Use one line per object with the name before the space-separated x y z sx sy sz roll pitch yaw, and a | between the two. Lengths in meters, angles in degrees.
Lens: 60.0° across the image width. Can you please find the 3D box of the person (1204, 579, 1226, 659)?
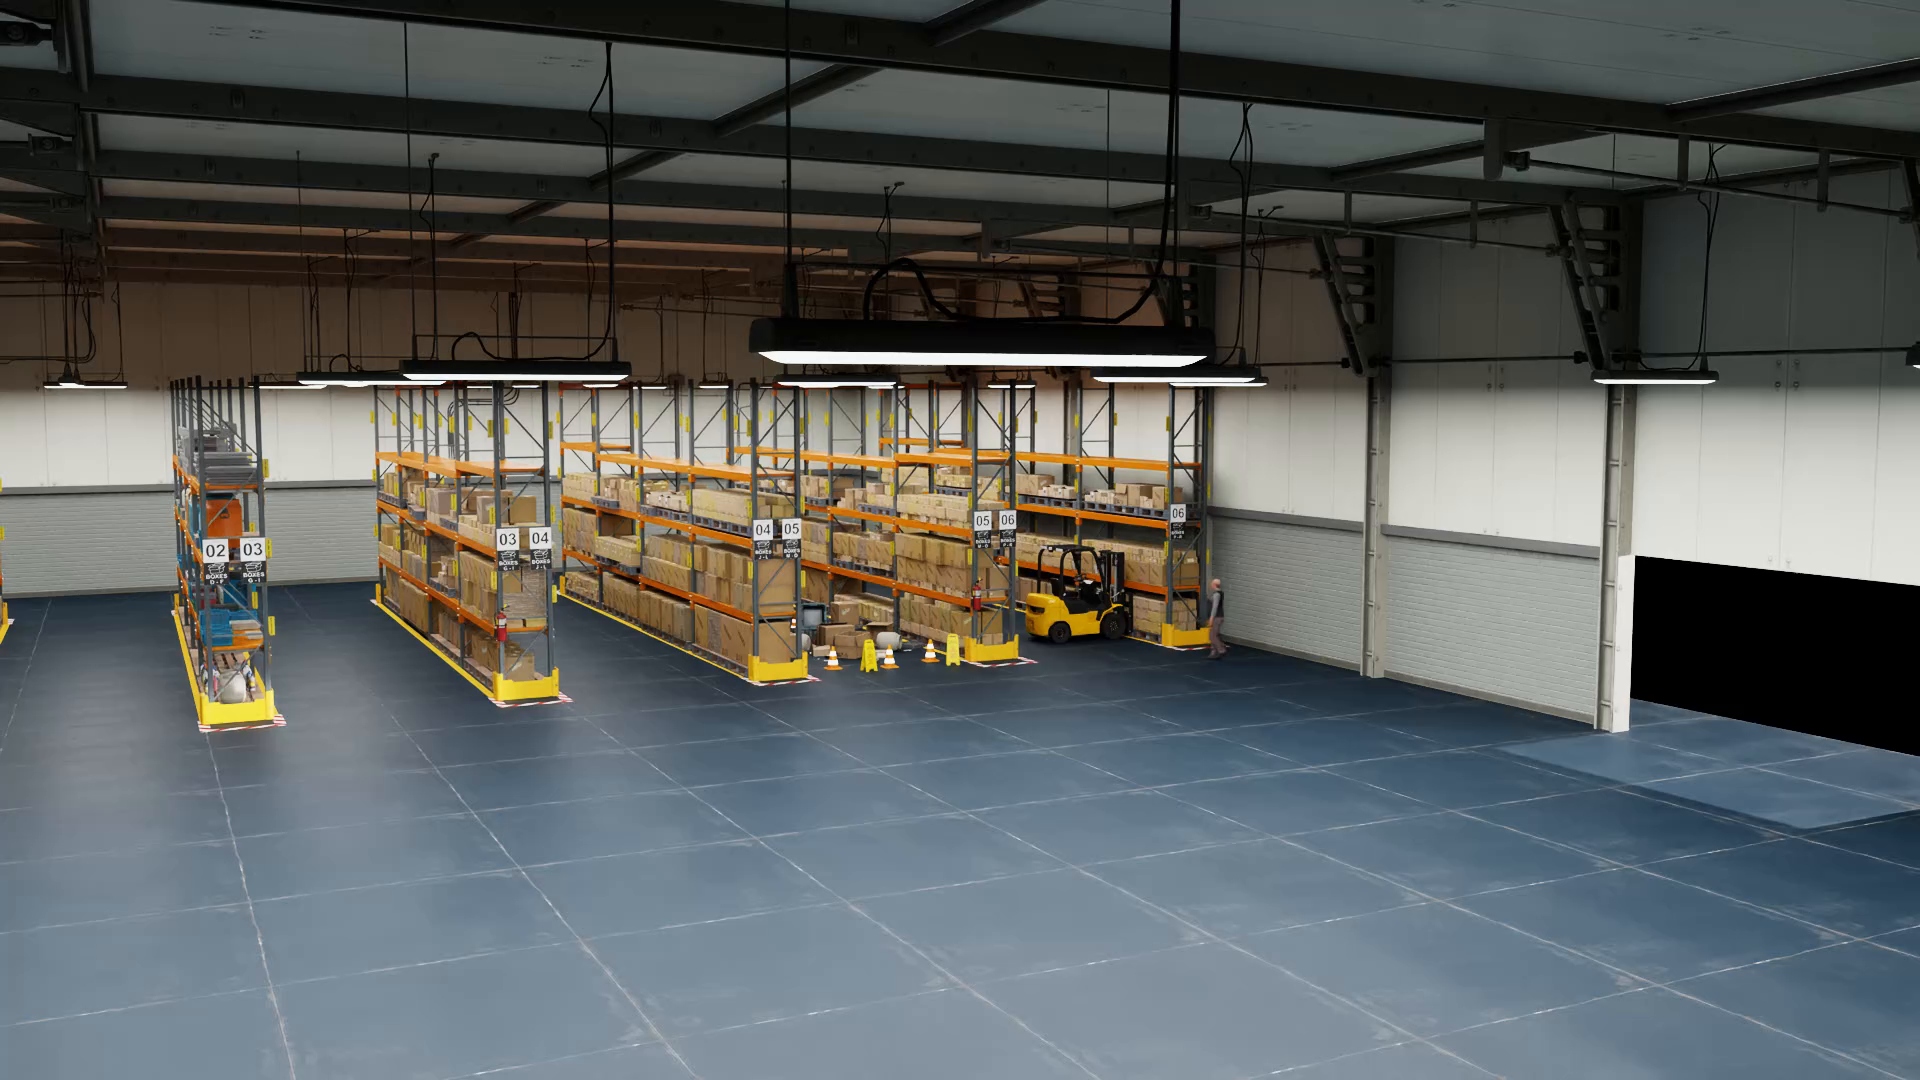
person | 5.466 1.697 35.568 0.441 1.734 0.596 0 5 -3
